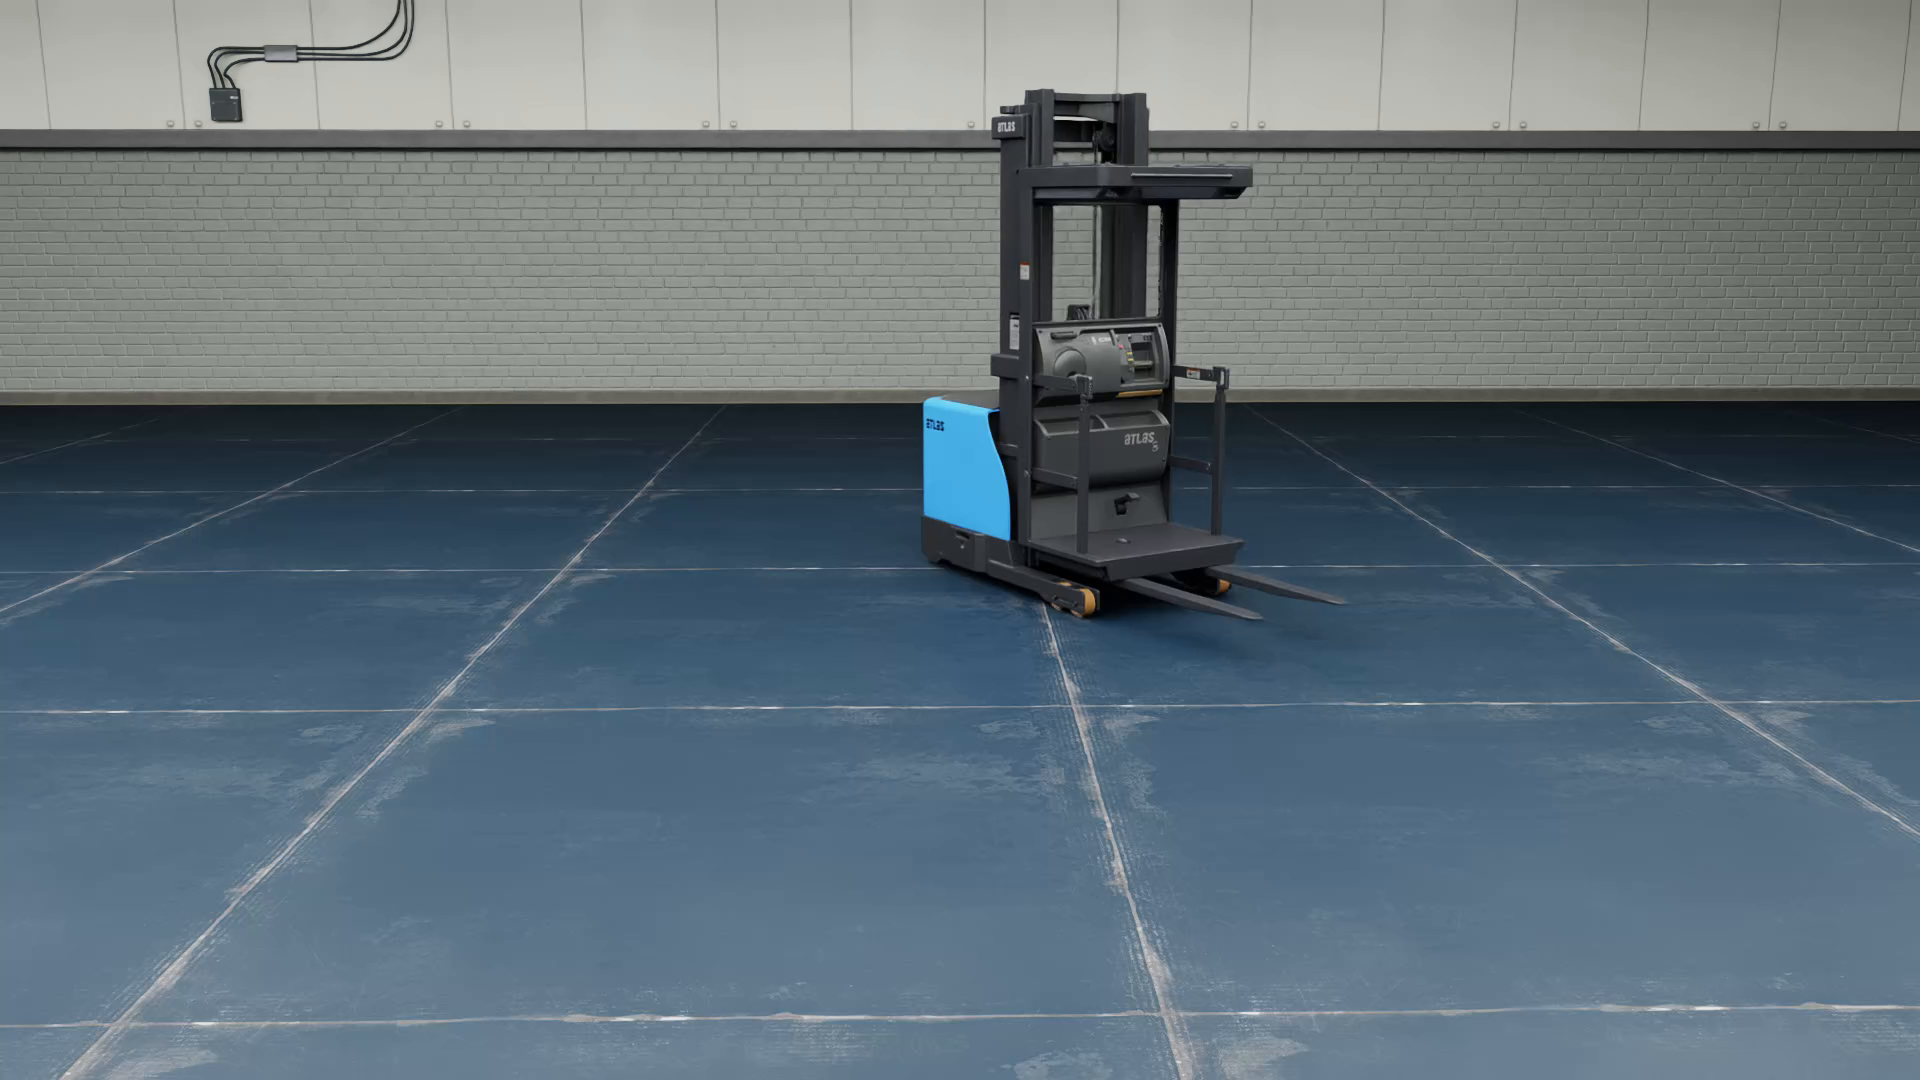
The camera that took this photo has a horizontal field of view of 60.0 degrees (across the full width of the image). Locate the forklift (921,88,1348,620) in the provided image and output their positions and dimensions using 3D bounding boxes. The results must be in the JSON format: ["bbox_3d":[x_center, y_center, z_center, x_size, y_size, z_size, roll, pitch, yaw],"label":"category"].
[{"bbox_3d":[0.964,-1.106,9.637,1.130,2.935,3.031,-7,14,-32],"label":"forklift"}]

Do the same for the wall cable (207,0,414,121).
[{"bbox_3d":[-7.215,-7.644,18.050,2.305,6.003,0.169,0,11,-1],"label":"wall cable"}]
